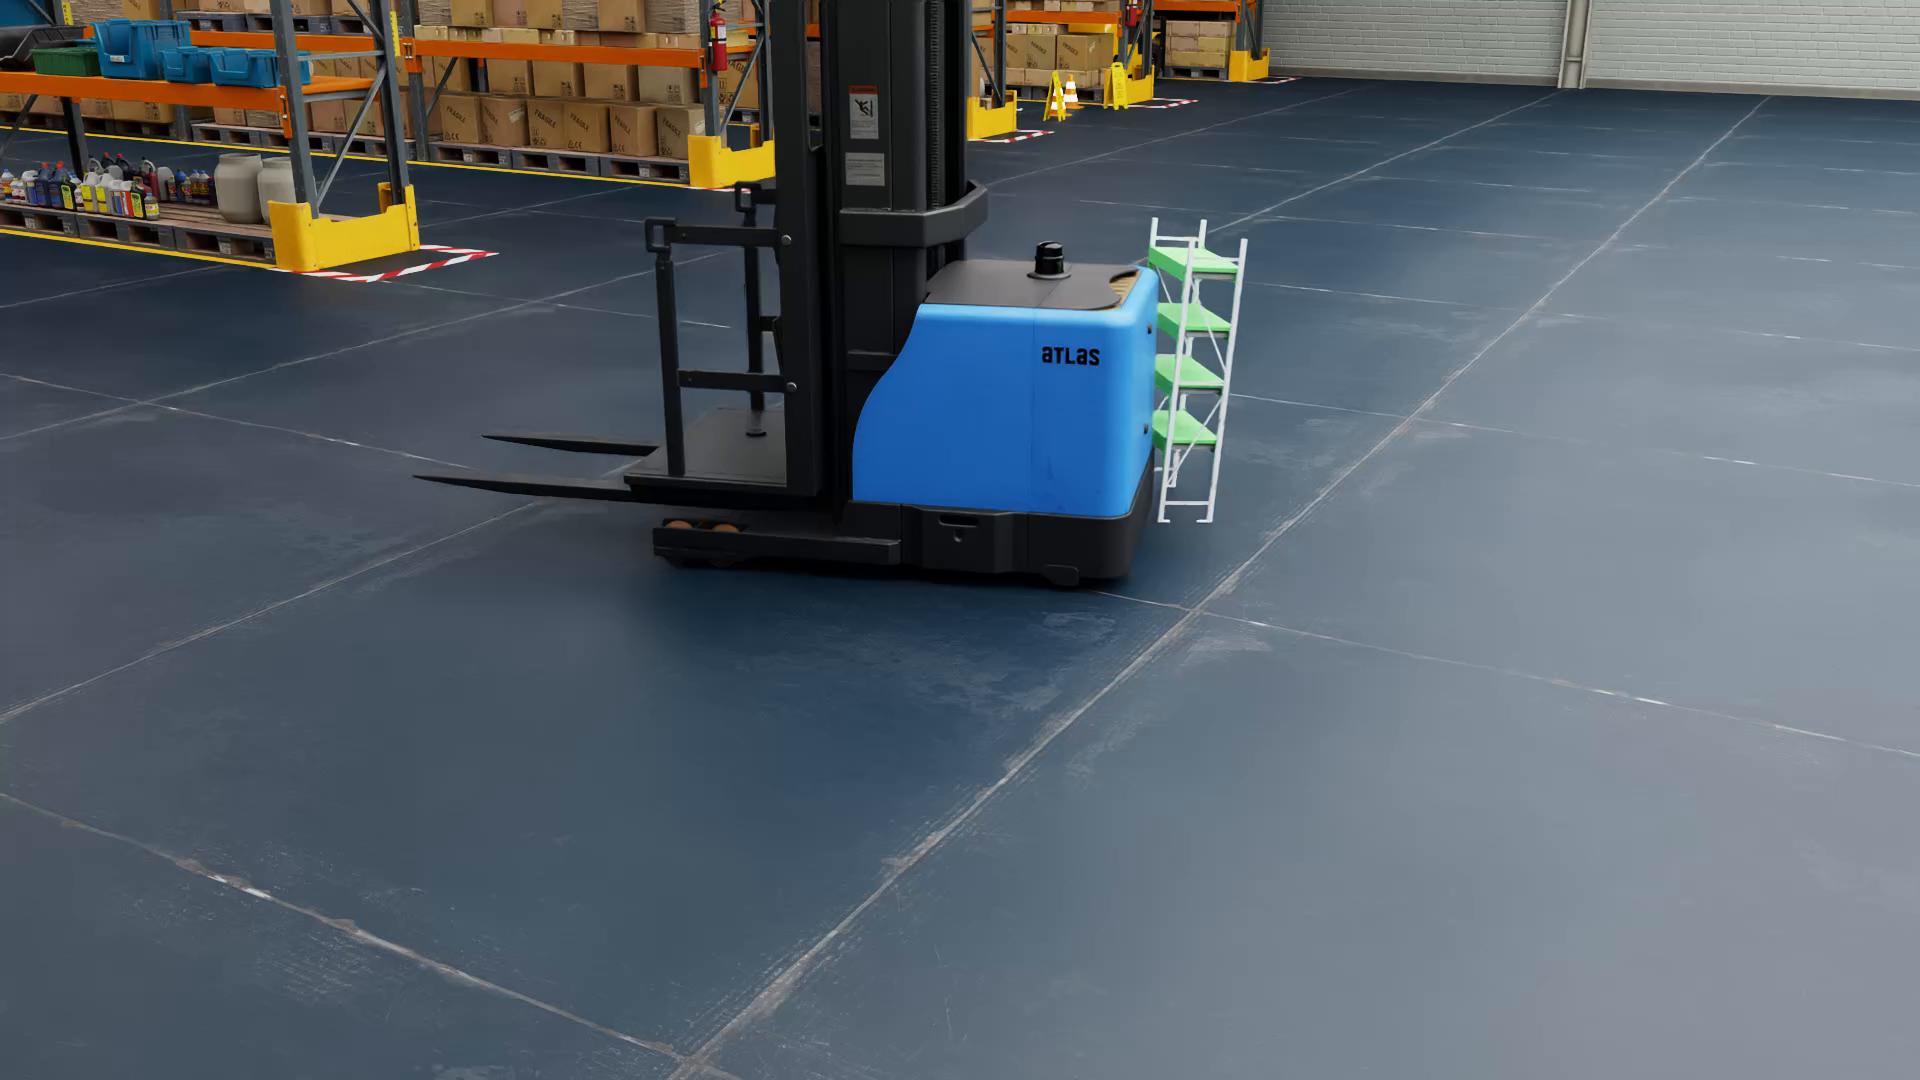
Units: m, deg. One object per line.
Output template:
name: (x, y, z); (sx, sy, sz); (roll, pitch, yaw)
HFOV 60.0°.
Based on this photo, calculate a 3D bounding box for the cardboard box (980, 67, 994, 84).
cardboard box: (0.443, -7.240, 25.842); (0.500, 0.250, 0.500); (10, 22, 27)

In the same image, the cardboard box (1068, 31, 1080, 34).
cardboard box: (1.566, -7.585, 25.692); (0.500, 0.500, 0.500); (10, 22, 25)

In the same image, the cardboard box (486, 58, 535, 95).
cardboard box: (-6.207, -6.873, 24.098); (0.750, 0.750, 1.050); (10, 22, 27)

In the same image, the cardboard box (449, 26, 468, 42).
cardboard box: (-5.225, -5.414, 17.761); (0.250, 0.149, 0.380); (11, 23, 27)

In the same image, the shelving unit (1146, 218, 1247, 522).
shelving unit: (0.945, -0.724, 7.076); (0.258, 1.200, 0.503); (0, 20, -12)

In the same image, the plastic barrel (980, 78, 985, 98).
plastic barrel: (0.074, -6.703, 24.723); (0.512, 0.421, 0.421); (-7, 21, -20)

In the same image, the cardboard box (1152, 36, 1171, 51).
cardboard box: (3.562, -8.794, 29.392); (0.500, 0.250, 0.500); (10, 22, 26)

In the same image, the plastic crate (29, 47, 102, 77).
plastic crate: (-7.078, -3.853, 13.398); (0.662, 0.188, 0.450); (11, 23, 27)

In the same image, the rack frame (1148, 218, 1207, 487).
rack frame: (0.896, -0.806, 7.301); (0.240, 1.200, 0.015); (0, 20, -12)

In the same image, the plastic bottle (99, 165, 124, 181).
plastic bottle: (-7.305, -3.087, 14.325); (0.135, 0.276, 0.152); (11, 23, 27)

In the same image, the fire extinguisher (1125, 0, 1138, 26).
fire extinguisher: (2.491, -7.829, 24.162); (0.183, 0.674, 0.296); (11, 23, 27)

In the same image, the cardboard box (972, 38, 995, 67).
cardboard box: (0.432, -7.593, 25.716); (0.500, 0.500, 0.500); (12, 23, 30)

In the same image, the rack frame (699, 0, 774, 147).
rack frame: (-2.218, -5.071, 16.447); (0.127, 3.000, 1.000); (11, 23, 27)

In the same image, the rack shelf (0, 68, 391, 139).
rack shelf: (-6.379, -3.591, 13.421); (4.000, 0.370, 1.077); (11, 23, 27)

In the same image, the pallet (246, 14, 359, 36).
pallet: (-7.454, -5.994, 19.273); (1.213, 0.211, 1.003); (11, 23, 27)

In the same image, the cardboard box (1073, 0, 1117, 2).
cardboard box: (2.007, -8.217, 24.535); (0.500, 0.500, 0.500); (10, 22, 26)

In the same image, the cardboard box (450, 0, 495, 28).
cardboard box: (-4.928, -5.736, 17.698); (0.500, 0.500, 0.875); (11, 23, 27)

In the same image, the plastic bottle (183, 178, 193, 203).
plastic bottle: (-6.537, -2.973, 14.119); (0.097, 0.201, 0.097); (0, 20, 0)

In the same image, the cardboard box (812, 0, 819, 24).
cardboard box: (-1.458, -6.941, 21.381); (0.500, 0.550, 0.875); (11, 23, 27)

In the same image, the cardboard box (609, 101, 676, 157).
cardboard box: (-3.293, -4.292, 17.347); (0.500, 0.500, 0.500); (18, 27, 41)

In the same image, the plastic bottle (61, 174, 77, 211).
plastic bottle: (-7.334, -2.863, 13.697); (0.133, 0.283, 0.061); (12, 23, 30)

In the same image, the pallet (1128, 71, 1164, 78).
pallet: (3.284, -8.507, 30.007); (1.213, 0.211, 1.003); (11, 23, 27)

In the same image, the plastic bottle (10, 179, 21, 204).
plastic bottle: (-7.972, -2.953, 14.065); (0.097, 0.201, 0.097); (0, 20, 0)

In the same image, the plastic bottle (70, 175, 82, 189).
plastic bottle: (-7.311, -2.884, 13.772); (0.097, 0.271, 0.097); (0, 20, 0)

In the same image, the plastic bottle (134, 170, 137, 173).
plastic bottle: (-7.092, -3.124, 14.417); (0.133, 0.283, 0.061); (13, 23, 31)

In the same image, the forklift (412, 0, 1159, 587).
forklift: (-0.745, -1.441, 6.540); (3.031, 2.935, 1.130); (4, 20, 11)

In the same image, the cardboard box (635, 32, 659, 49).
cardboard box: (-3.028, -5.007, 16.638); (0.250, 0.149, 0.380); (11, 23, 27)

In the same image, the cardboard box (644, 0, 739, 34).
cardboard box: (-2.684, -5.358, 16.654); (0.500, 0.500, 0.875); (11, 23, 27)

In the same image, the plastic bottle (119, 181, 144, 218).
plastic bottle: (-6.657, -2.748, 13.391); (0.135, 0.276, 0.152); (11, 23, 28)

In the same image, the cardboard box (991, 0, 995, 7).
cardboard box: (0.588, -8.172, 25.362); (0.250, 0.149, 0.380); (11, 23, 27)

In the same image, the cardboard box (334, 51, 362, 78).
cardboard box: (-9.208, -7.260, 25.529); (0.500, 0.500, 0.500); (12, 23, 30)

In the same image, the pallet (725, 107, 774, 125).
pallet: (-2.577, -5.736, 22.367); (1.213, 0.211, 1.003); (11, 23, 27)

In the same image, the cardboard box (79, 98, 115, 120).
cardboard box: (-10.568, -5.872, 21.153); (0.875, 0.875, 1.225); (11, 23, 27)

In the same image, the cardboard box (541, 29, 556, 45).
cardboard box: (-4.112, -5.220, 17.224); (0.250, 0.149, 0.380); (11, 23, 27)

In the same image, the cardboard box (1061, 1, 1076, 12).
cardboard box: (1.696, -7.960, 24.779); (0.250, 0.149, 0.380); (10, 22, 26)

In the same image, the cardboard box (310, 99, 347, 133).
cardboard box: (-7.131, -5.055, 19.421); (0.500, 0.500, 0.700); (9, 22, 23)

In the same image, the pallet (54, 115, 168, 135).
pallet: (-10.914, -5.448, 21.573); (1.213, 0.211, 1.003); (11, 23, 27)

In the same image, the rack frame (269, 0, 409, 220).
rack frame: (-4.633, -3.597, 12.382); (0.127, 3.000, 1.000); (11, 23, 27)

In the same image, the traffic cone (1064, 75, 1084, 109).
traffic cone: (1.611, -6.516, 24.151); (0.334, 0.463, 0.336); (11, 23, 27)

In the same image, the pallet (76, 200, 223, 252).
pallet: (-6.490, -2.624, 13.791); (1.213, 0.211, 1.003); (11, 23, 27)

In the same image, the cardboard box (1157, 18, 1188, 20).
cardboard box: (3.836, -9.179, 29.722); (0.500, 0.250, 0.500); (11, 22, 27)

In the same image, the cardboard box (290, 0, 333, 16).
cardboard box: (-7.268, -6.243, 18.910); (0.637, 0.503, 0.797); (13, 24, 33)

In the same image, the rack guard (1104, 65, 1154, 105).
rack guard: (2.549, -6.859, 25.041); (0.348, 0.500, 1.175); (11, 23, 27)

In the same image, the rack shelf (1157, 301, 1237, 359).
rack shelf: (0.957, -0.890, 7.018); (0.258, 0.148, 0.480); (0, 20, -12)

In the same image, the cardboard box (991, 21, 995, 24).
cardboard box: (0.406, -9.461, 31.414); (0.625, 0.625, 0.875); (11, 22, 27)

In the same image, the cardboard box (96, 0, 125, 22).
cardboard box: (-10.186, -6.542, 20.354); (0.500, 0.500, 0.500); (11, 22, 27)

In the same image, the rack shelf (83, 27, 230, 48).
rack shelf: (-10.948, -6.396, 21.154); (4.000, 0.370, 1.077); (11, 23, 27)
